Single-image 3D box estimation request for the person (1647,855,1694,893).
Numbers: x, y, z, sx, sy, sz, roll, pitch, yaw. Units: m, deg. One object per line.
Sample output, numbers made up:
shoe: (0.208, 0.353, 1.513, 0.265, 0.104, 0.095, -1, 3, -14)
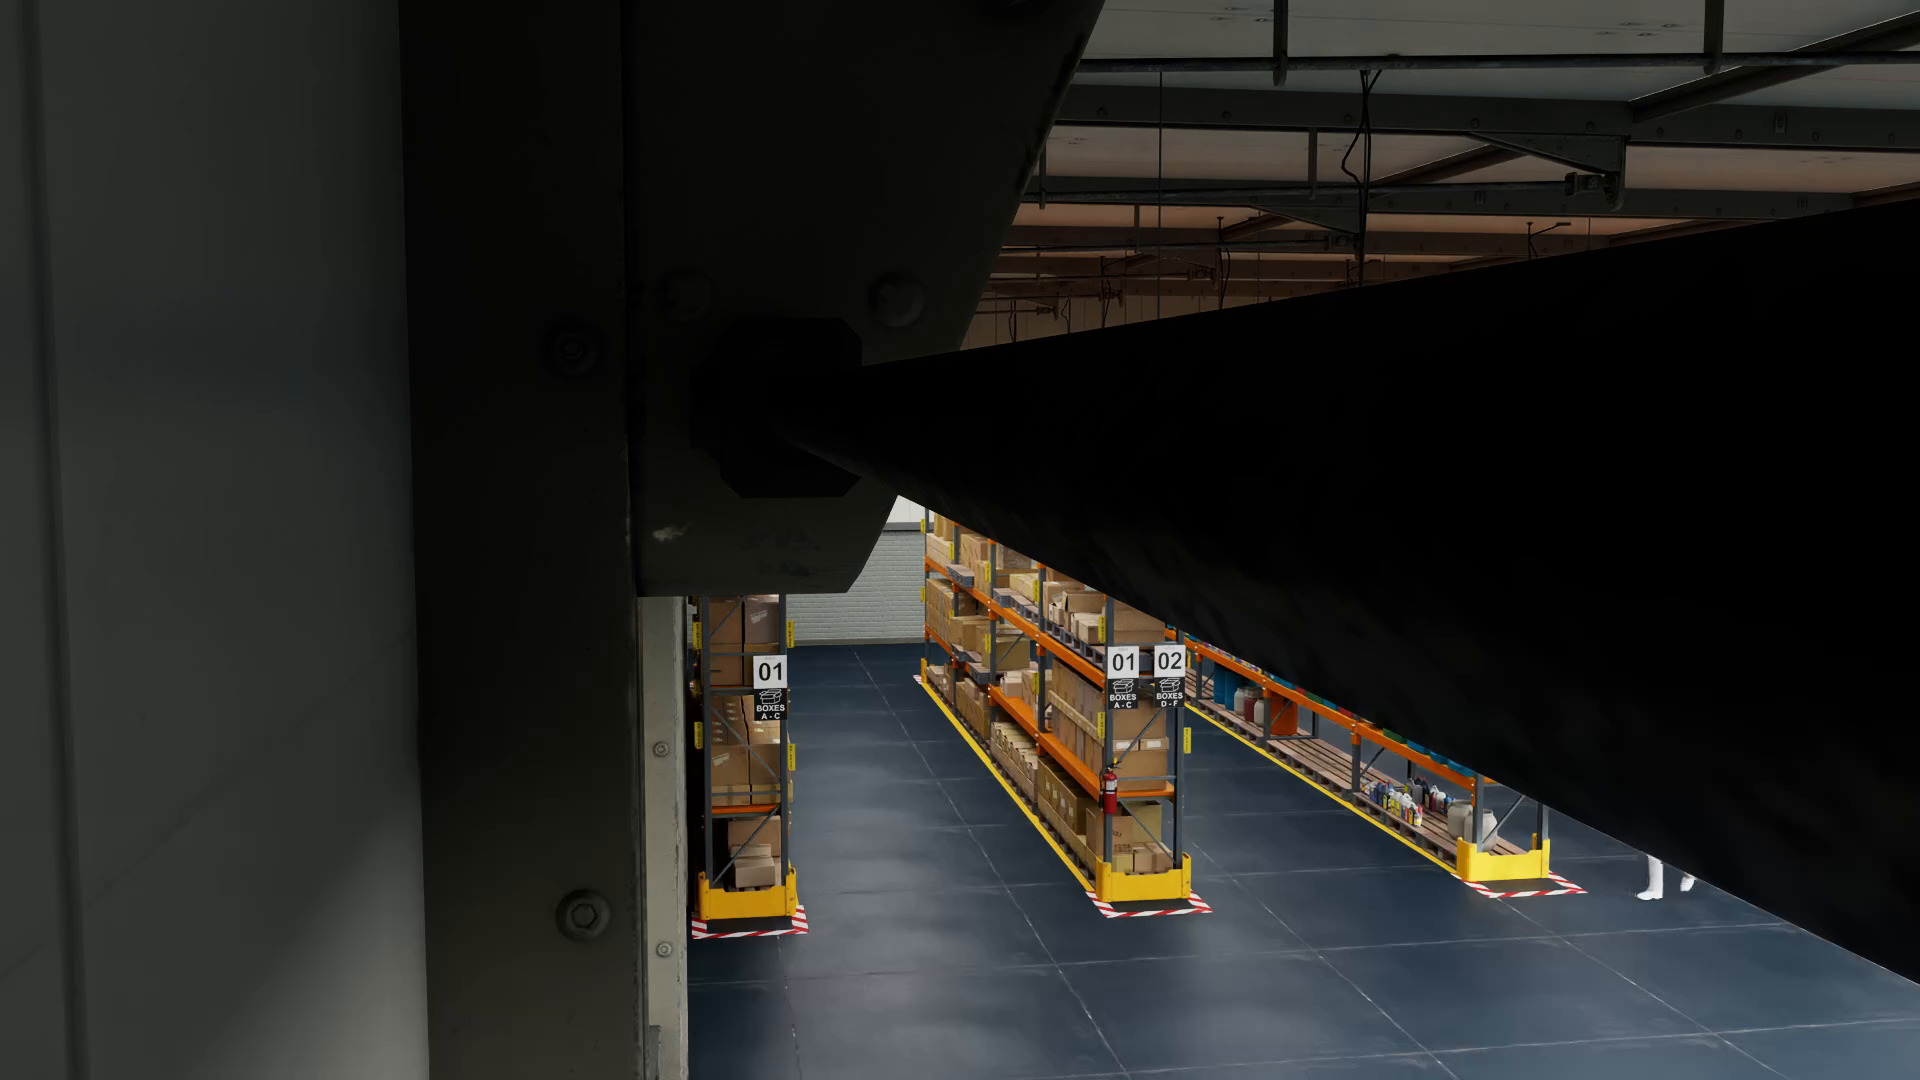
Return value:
person: (8.972, 3.684, 20.916, 0.739, 1.485, 0.531, -5, 7, -43)
